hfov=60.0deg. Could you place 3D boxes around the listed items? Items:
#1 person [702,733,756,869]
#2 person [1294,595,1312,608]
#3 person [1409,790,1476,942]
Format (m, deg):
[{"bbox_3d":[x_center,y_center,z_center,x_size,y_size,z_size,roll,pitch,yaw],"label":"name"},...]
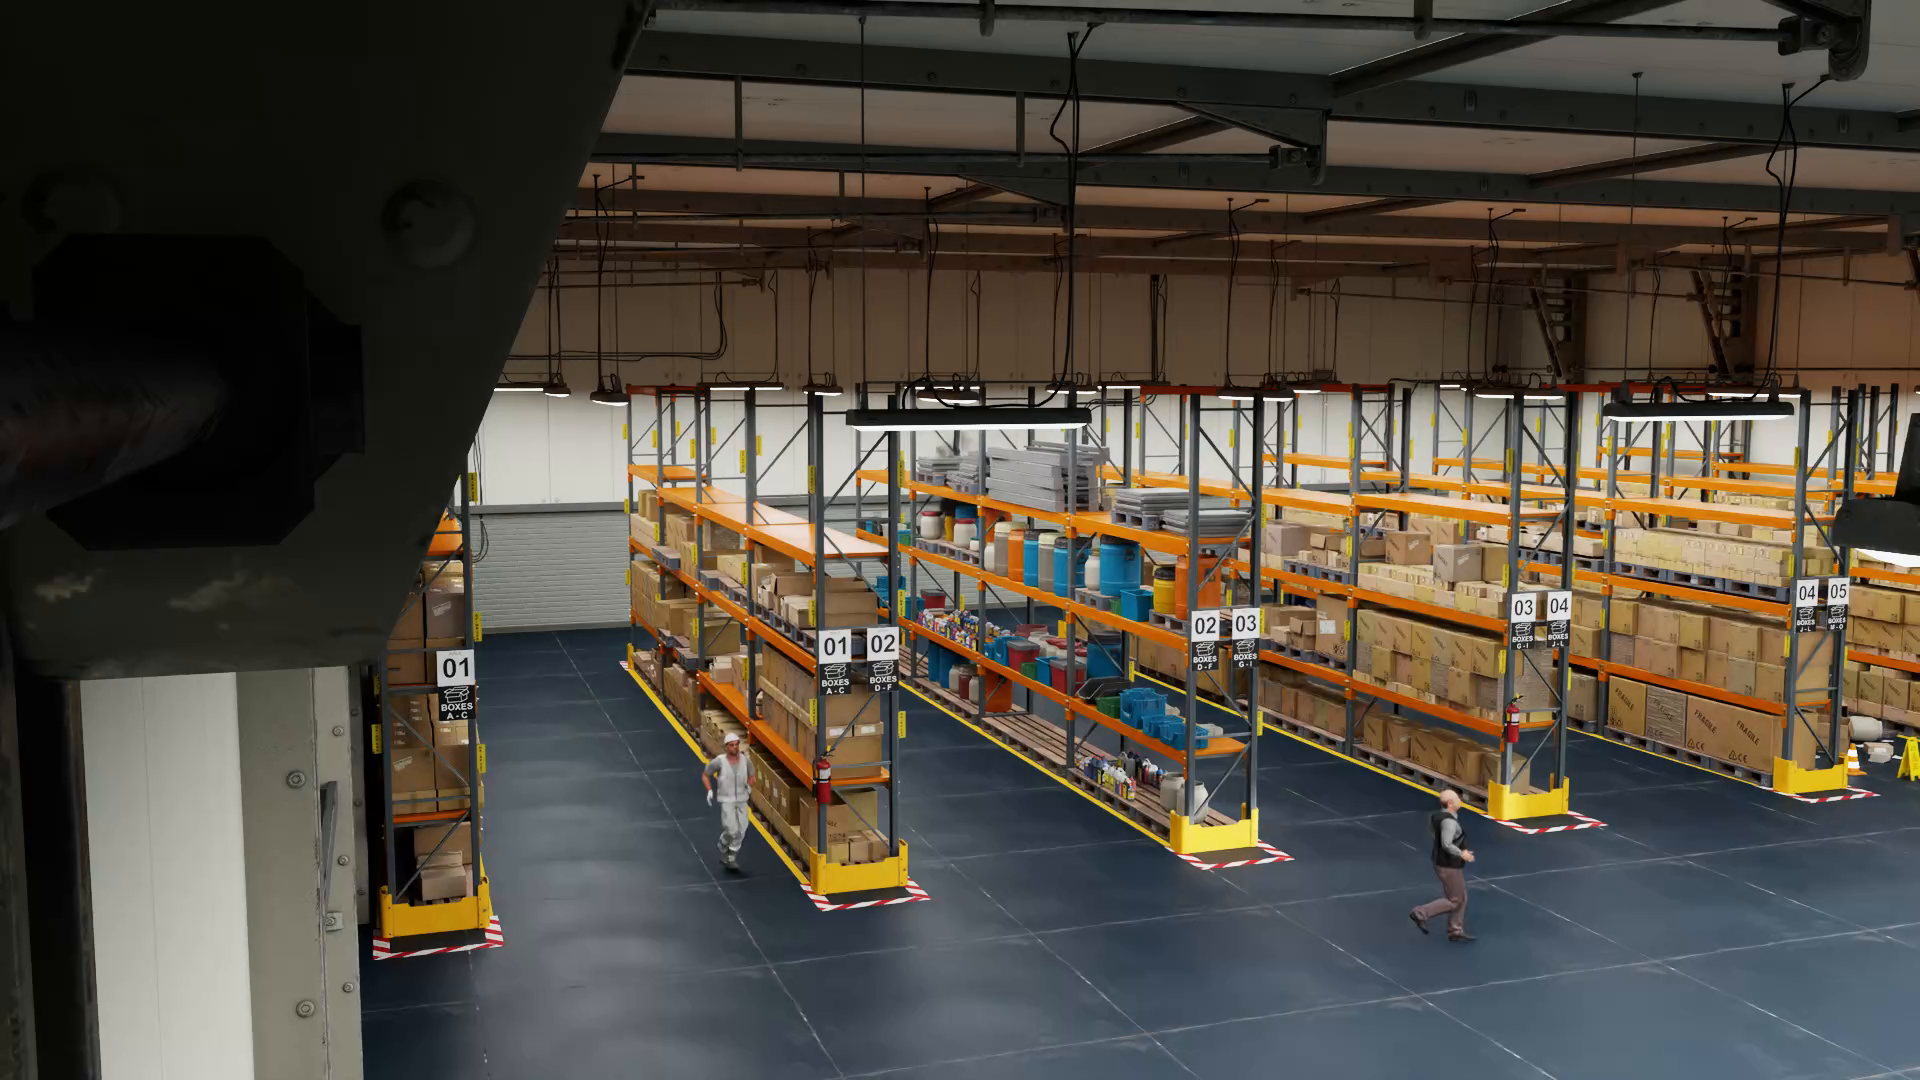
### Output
[{"bbox_3d":[-2.838,3.297,20.869,0.645,1.741,0.606,-3,7,-28],"label":"person"},{"bbox_3d":[8.474,1.296,41.405,0.783,1.581,0.684,4,7,35],"label":"person"},{"bbox_3d":[5.337,3.593,18.349,0.752,1.697,0.657,0,6,4],"label":"person"}]
